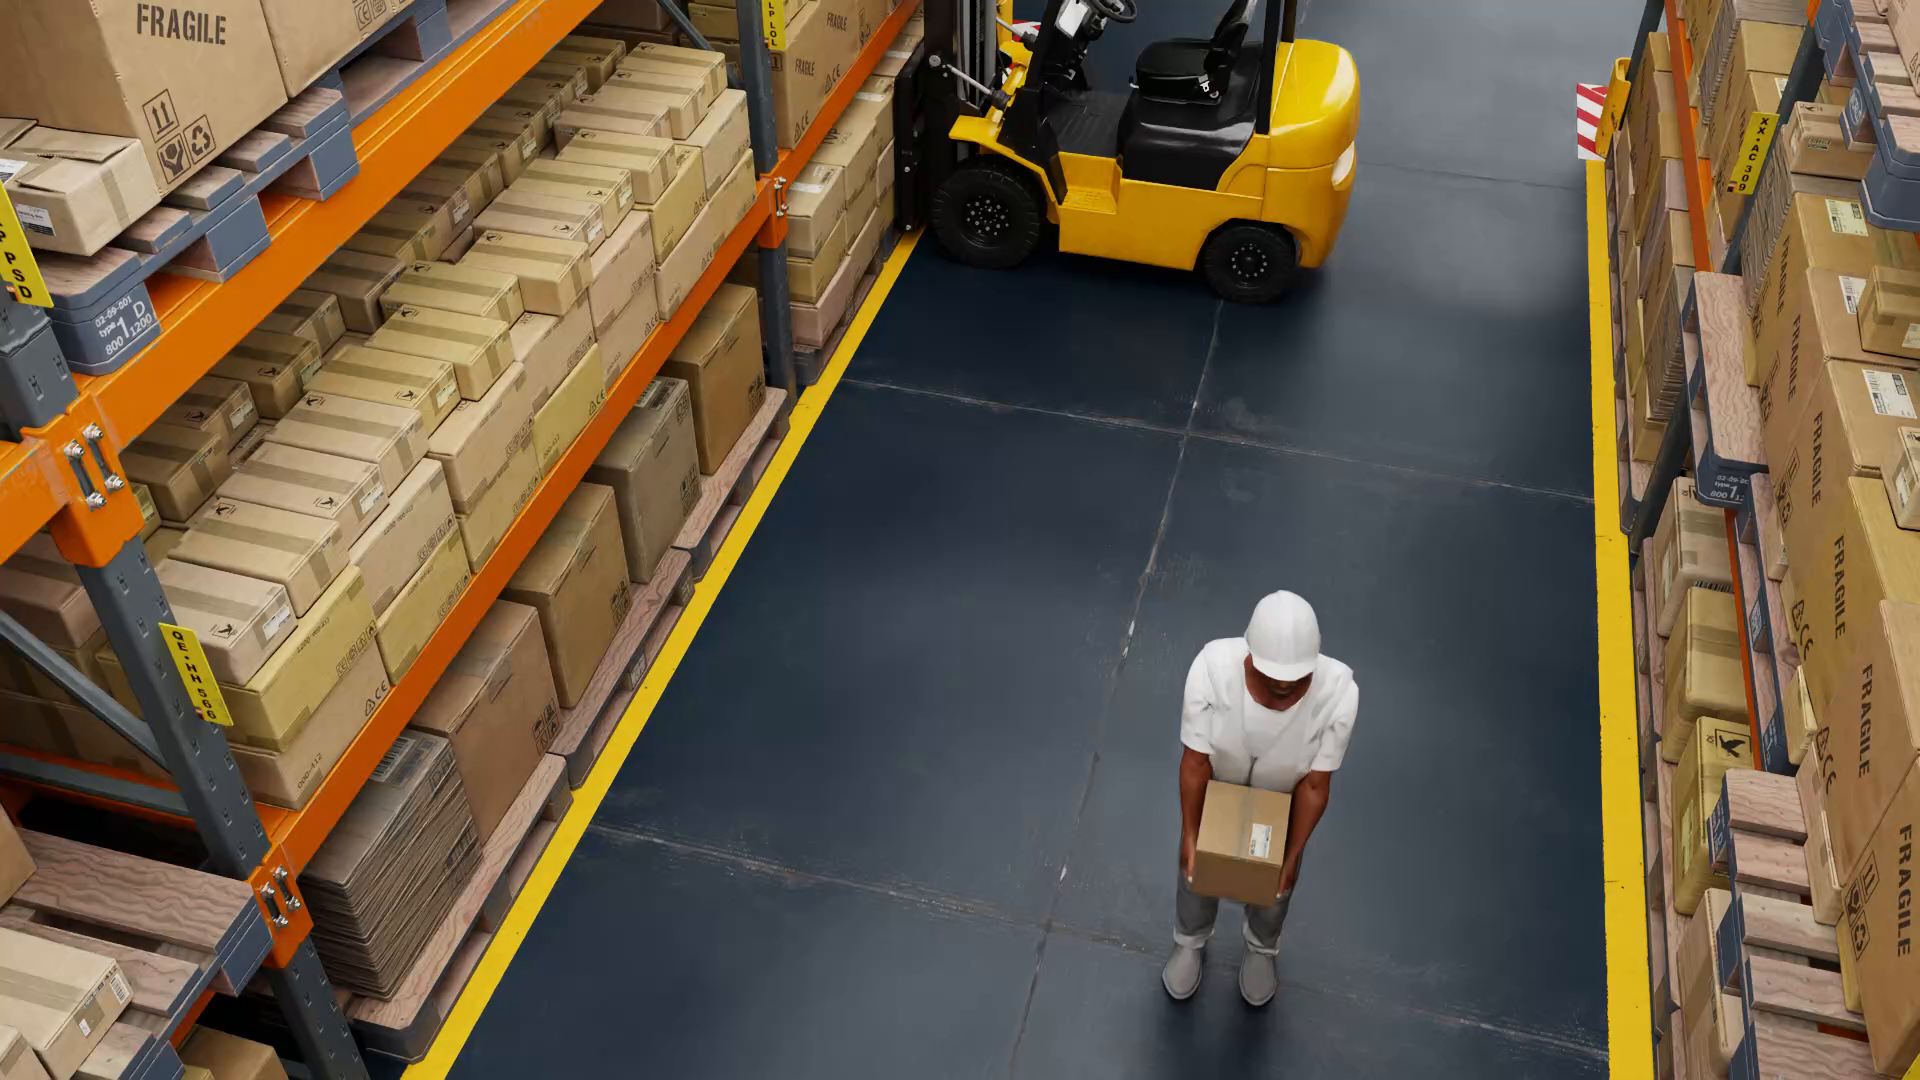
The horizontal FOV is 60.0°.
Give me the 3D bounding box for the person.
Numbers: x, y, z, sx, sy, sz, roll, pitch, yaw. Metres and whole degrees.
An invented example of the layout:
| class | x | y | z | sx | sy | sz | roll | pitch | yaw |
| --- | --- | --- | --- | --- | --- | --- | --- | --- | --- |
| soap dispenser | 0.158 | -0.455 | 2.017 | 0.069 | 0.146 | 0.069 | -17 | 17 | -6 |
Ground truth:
| class | x | y | z | sx | sy | sz | roll | pitch | yaw |
| --- | --- | --- | --- | --- | --- | --- | --- | --- | --- |
| person | 0.903 | 0.850 | 5.163 | 0.503 | 1.752 | 0.586 | 9 | 42 | 11 |
